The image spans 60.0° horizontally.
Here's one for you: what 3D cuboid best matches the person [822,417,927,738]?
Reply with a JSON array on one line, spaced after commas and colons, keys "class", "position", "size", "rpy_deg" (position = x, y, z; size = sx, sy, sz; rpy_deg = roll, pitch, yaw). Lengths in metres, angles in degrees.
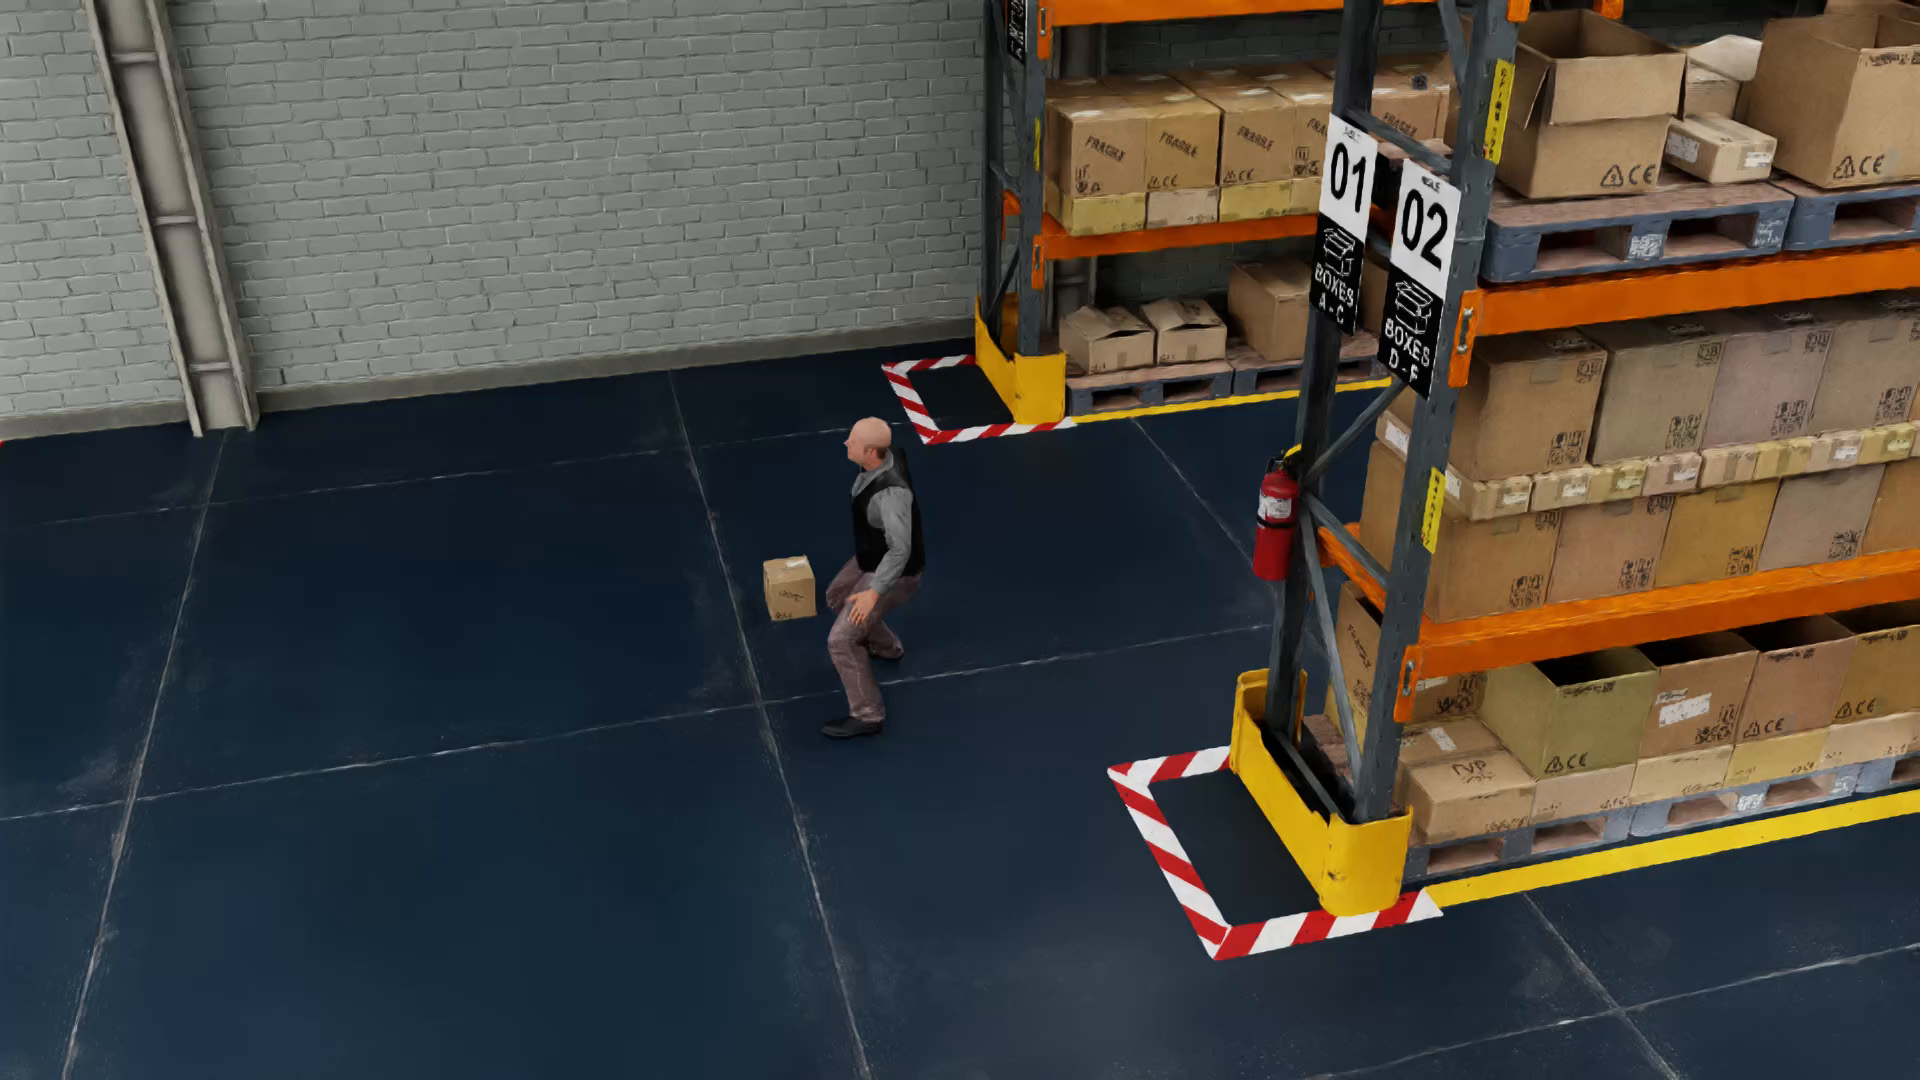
[{"class": "person", "position": [-0.439, 0.109, 8.233], "size": [0.548, 1.586, 0.828], "rpy_deg": [-2, 30, -4]}]
